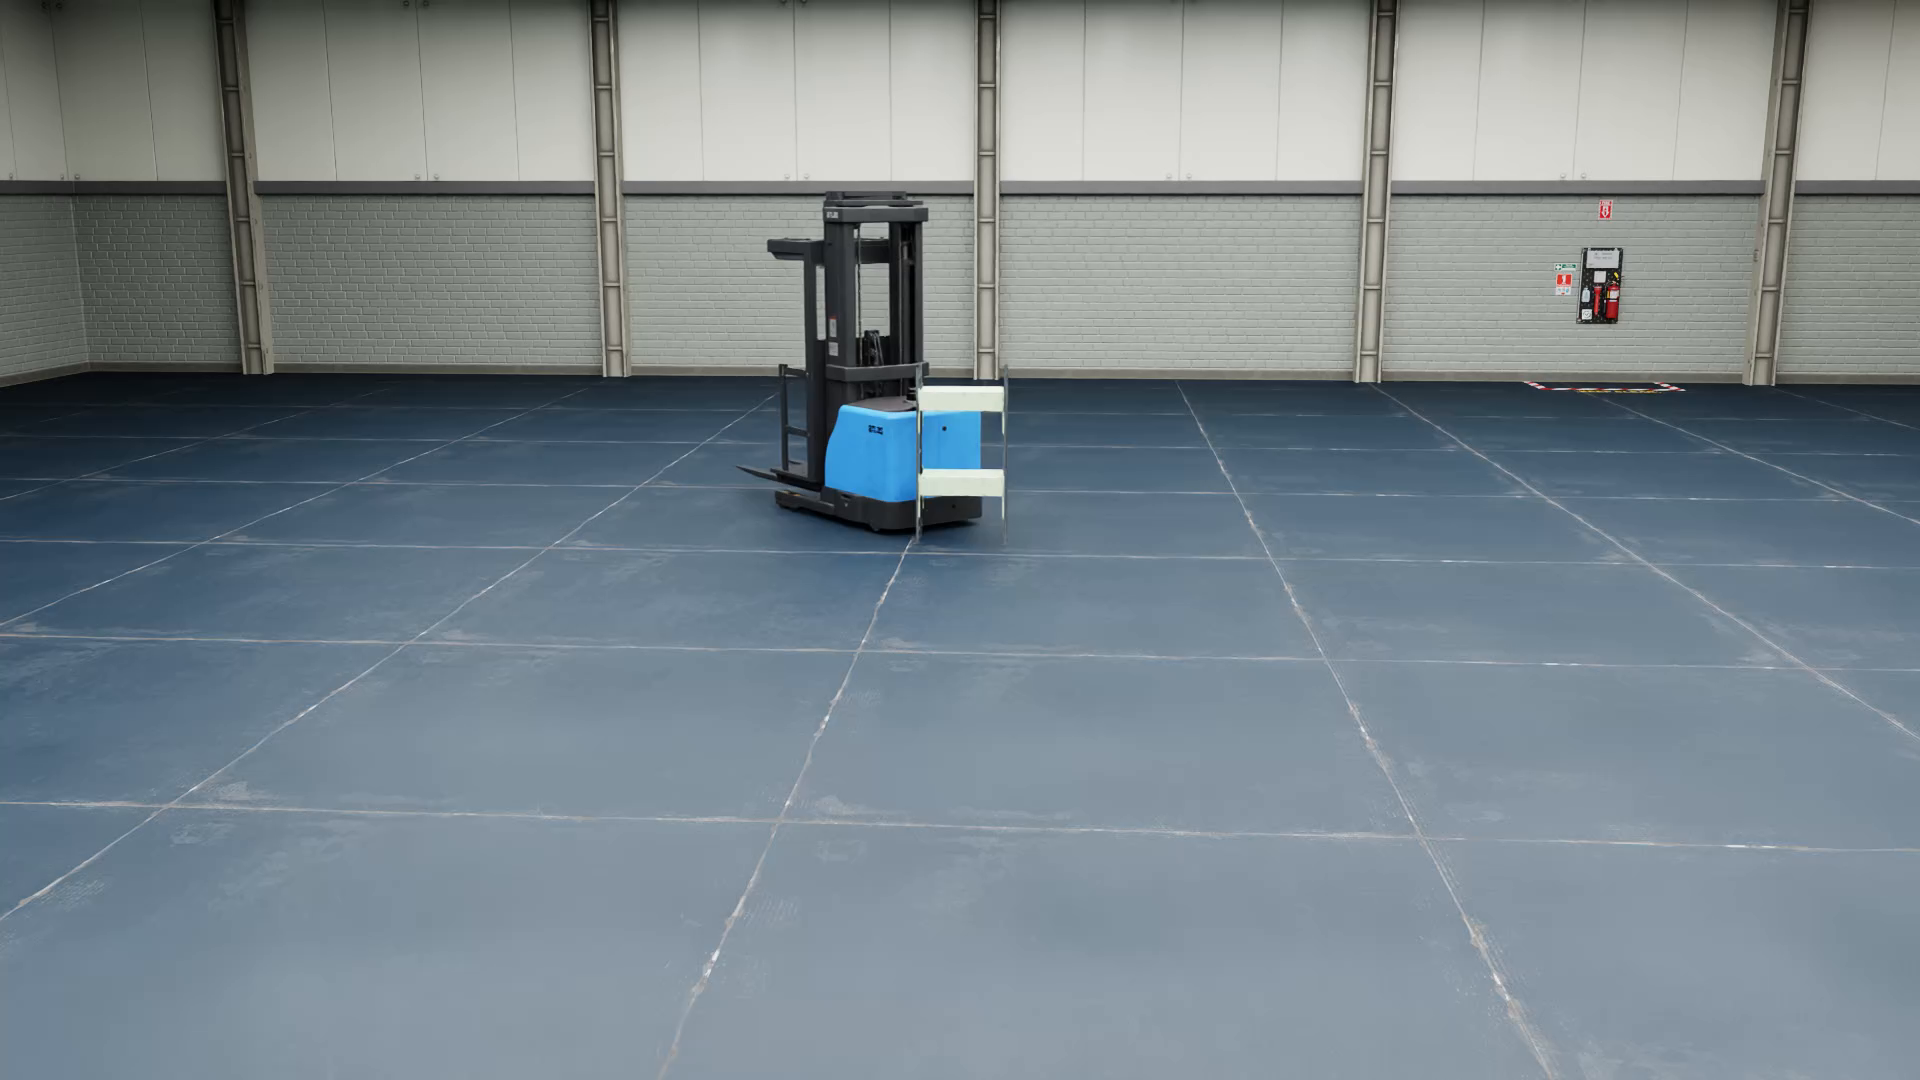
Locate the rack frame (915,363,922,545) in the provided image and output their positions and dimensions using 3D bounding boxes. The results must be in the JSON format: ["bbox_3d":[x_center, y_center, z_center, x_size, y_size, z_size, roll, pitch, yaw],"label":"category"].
[{"bbox_3d":[-0.348,-0.733,14.109,0.023,1.500,0.400,1,12,3],"label":"rack frame"}]

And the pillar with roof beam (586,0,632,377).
[{"bbox_3d":[-5.851,-6.190,21.882,0.400,9.000,9.100,1,12,4],"label":"pillar with roof beam"}]

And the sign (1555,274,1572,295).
[{"bbox_3d":[9.388,-3.975,25.856,0.234,0.329,0.001,1,12,4],"label":"sign"}]

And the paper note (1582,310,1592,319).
[{"bbox_3d":[9.761,-3.514,25.892,0.142,0.148,0.016,1,12,4],"label":"paper note"}]

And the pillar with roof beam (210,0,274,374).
[{"bbox_3d":[-11.838,-6.272,22.275,0.400,9.000,9.100,1,12,4],"label":"pillar with roof beam"}]

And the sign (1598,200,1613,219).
[{"bbox_3d":[9.932,-5.084,25.583,0.199,0.298,0.001,1,12,4],"label":"sign"}]

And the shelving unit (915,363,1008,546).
[{"bbox_3d":[0.018,-0.729,14.091,0.755,1.500,0.431,1,12,3],"label":"shelving unit"}]

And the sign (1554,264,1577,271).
[{"bbox_3d":[9.392,-4.232,25.792,0.331,0.109,0.001,1,12,4],"label":"sign"}]

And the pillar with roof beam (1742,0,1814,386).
[{"bbox_3d":[12.109,-5.944,20.705,0.400,9.000,9.100,1,12,4],"label":"pillar with roof beam"}]

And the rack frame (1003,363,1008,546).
[{"bbox_3d":[0.384,-0.725,14.073,0.023,1.500,0.400,1,12,3],"label":"rack frame"}]

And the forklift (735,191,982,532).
[{"bbox_3d":[-1.088,-1.757,15.510,1.130,2.935,3.031,-9,15,-36],"label":"forklift"}]

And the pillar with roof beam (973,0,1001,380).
[{"bbox_3d":[0.136,-6.108,21.490,0.400,9.000,9.100,1,12,4],"label":"pillar with roof beam"}]

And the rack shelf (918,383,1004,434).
[{"bbox_3d":[0.018,-1.111,14.011,0.720,0.370,0.431,1,12,3],"label":"rack shelf"}]

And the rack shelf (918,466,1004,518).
[{"bbox_3d":[0.018,-0.410,14.158,0.720,0.370,0.431,1,12,3],"label":"rack shelf"}]

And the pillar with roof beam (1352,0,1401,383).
[{"bbox_3d":[6.122,-6.026,21.097,0.400,9.000,9.100,1,12,4],"label":"pillar with roof beam"}]

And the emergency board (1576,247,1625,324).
[{"bbox_3d":[9.933,-3.928,25.722,0.643,1.169,0.194,1,12,4],"label":"emergency board"}]
